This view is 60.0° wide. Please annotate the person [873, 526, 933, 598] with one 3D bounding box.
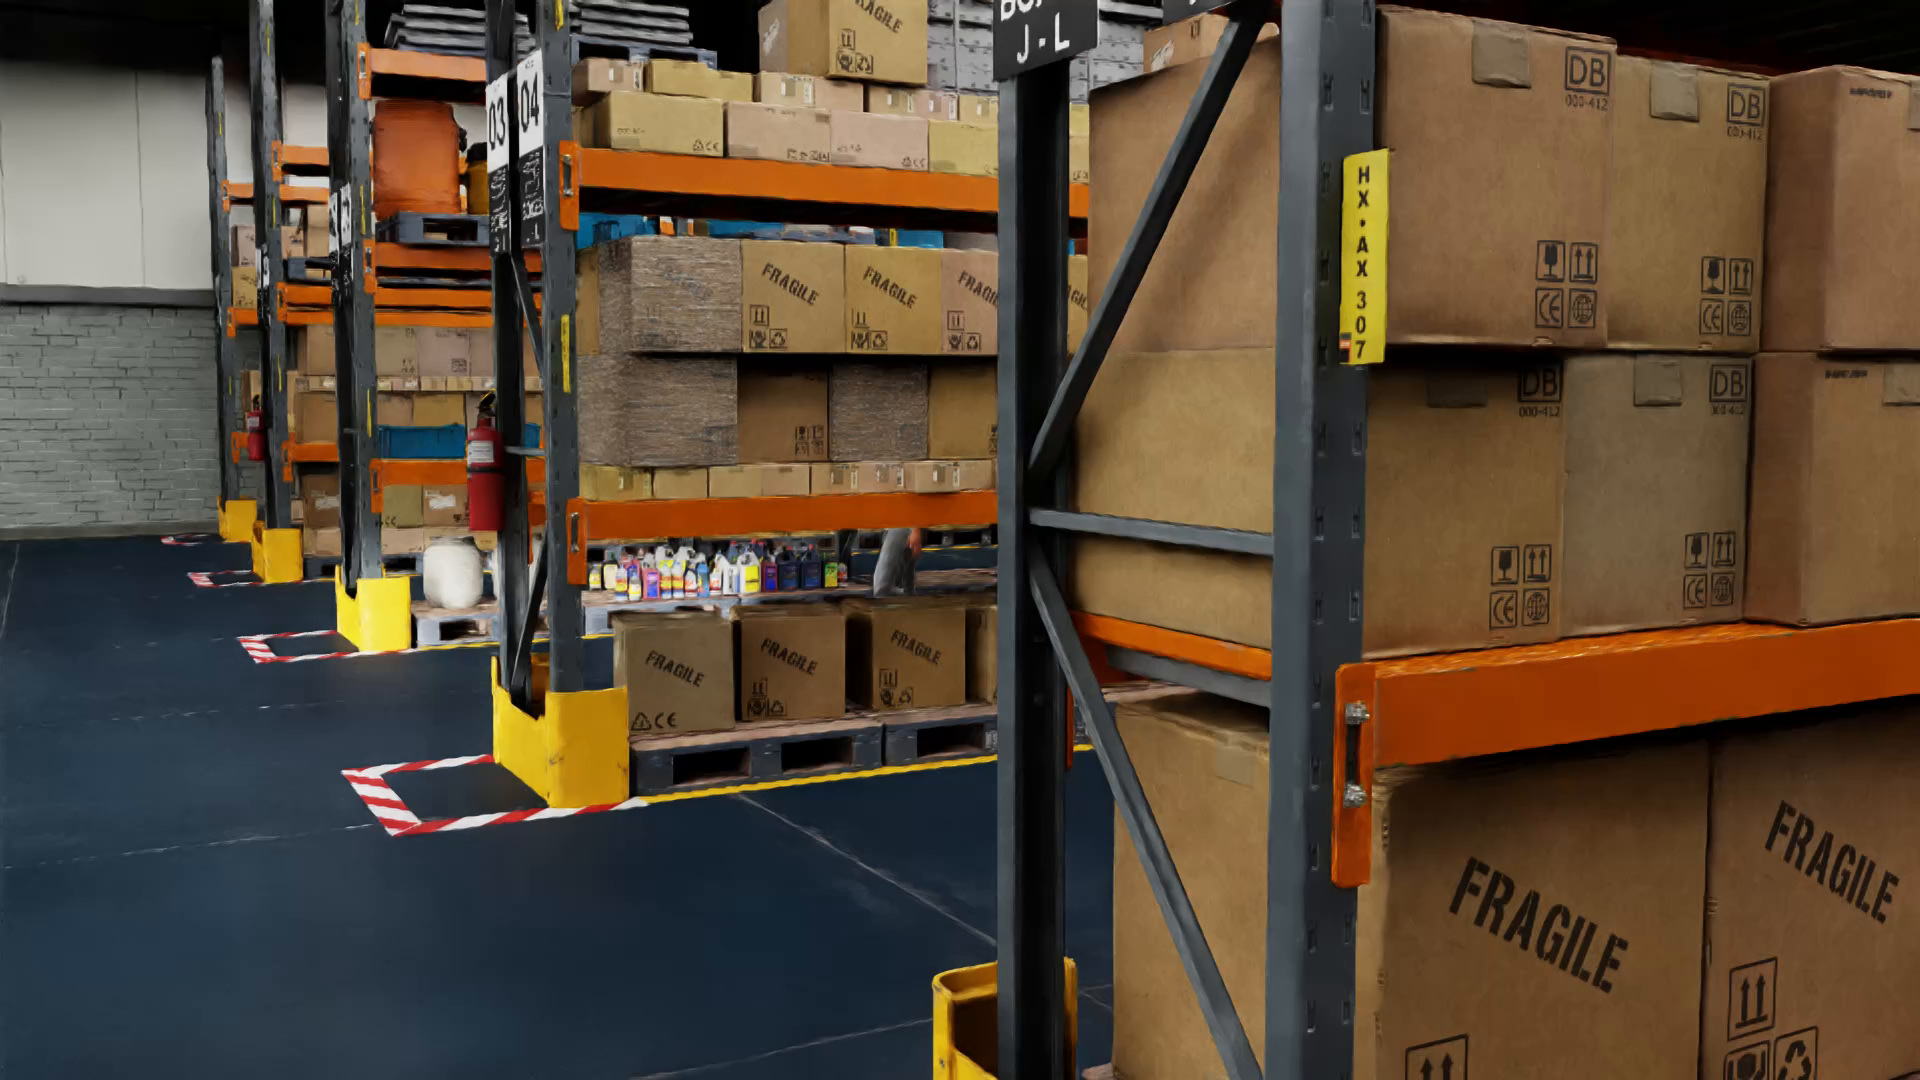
[{"bbox_3d":[-0.388,-0.077,10.844,0.457,1.756,0.582,-1,5,-16],"label":"person"}]
